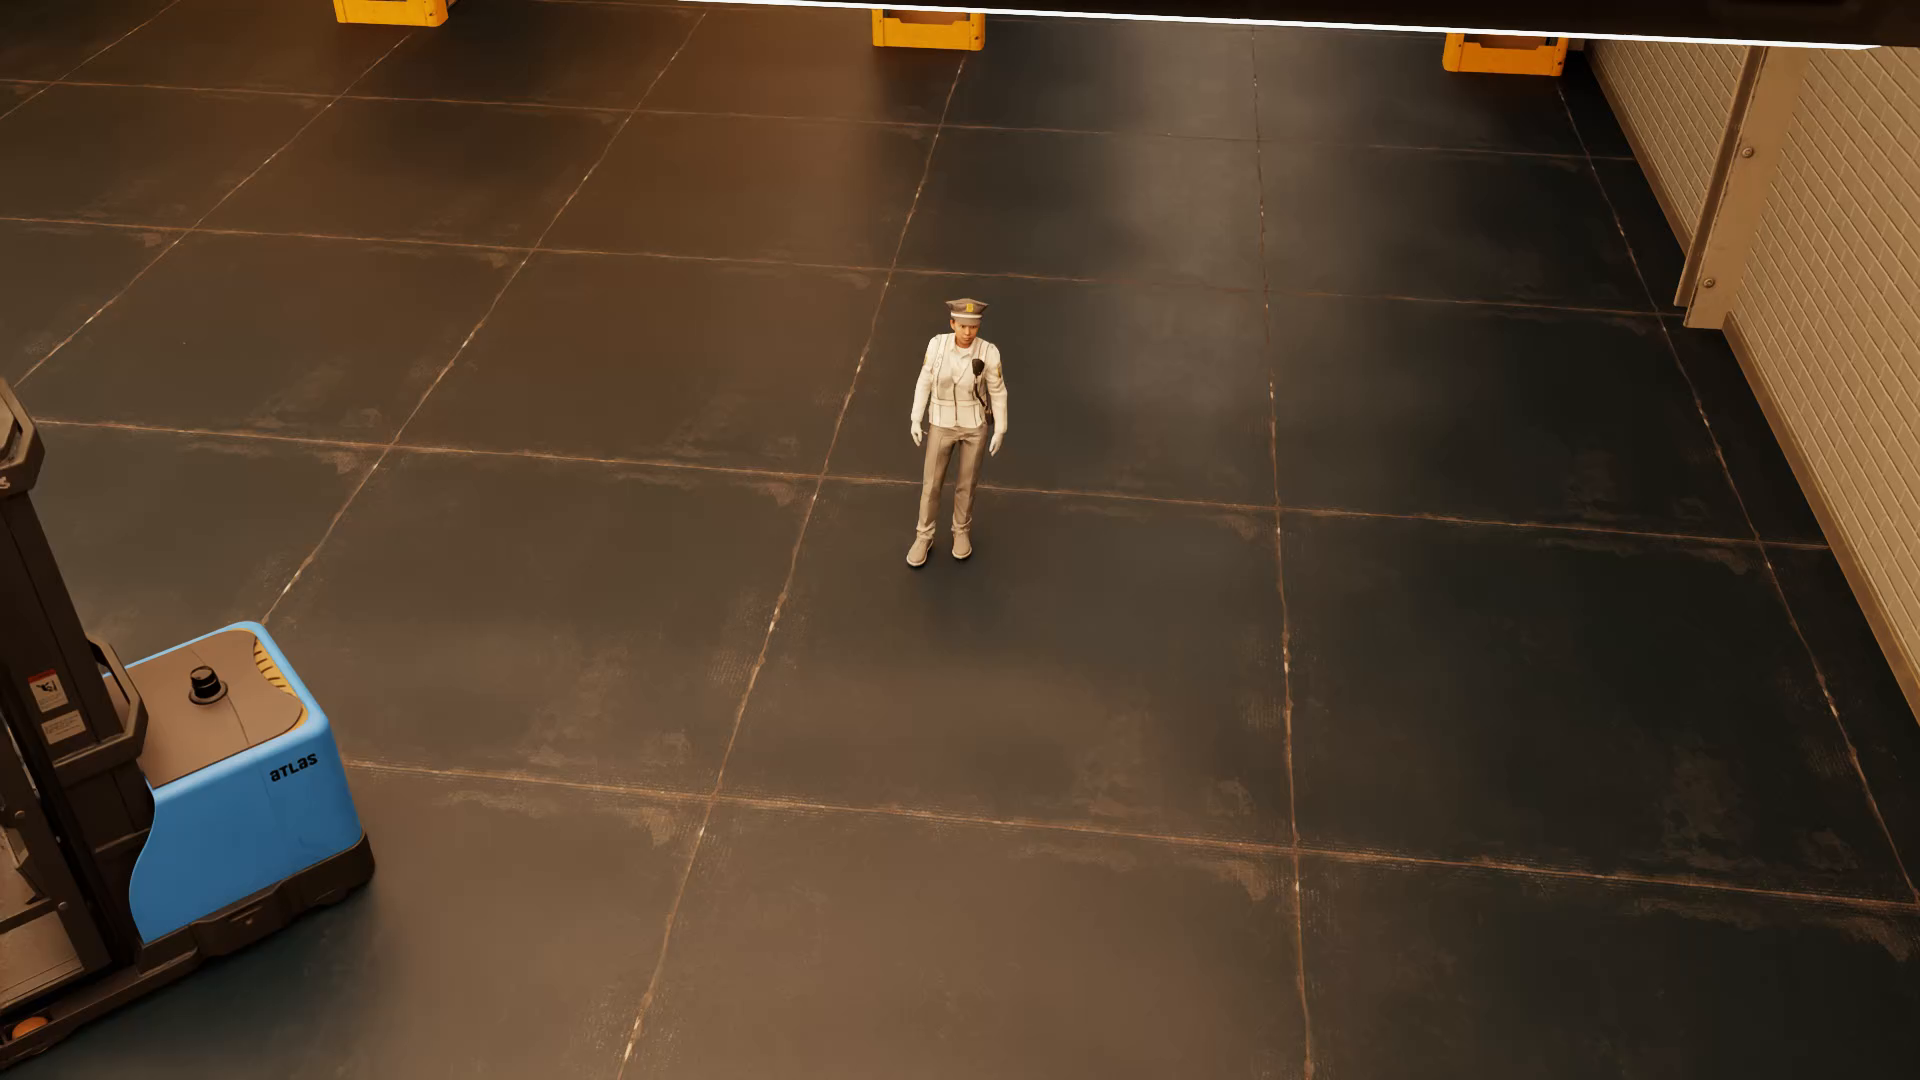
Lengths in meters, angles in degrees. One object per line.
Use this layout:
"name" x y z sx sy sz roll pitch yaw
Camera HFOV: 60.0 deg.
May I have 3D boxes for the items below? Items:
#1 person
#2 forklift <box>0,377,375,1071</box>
"person" -0.015 -0.648 9.939 0.588 1.695 0.531 4 37 6
"forklift" -4.351 0.822 6.915 3.031 2.935 1.130 -25 43 -30
